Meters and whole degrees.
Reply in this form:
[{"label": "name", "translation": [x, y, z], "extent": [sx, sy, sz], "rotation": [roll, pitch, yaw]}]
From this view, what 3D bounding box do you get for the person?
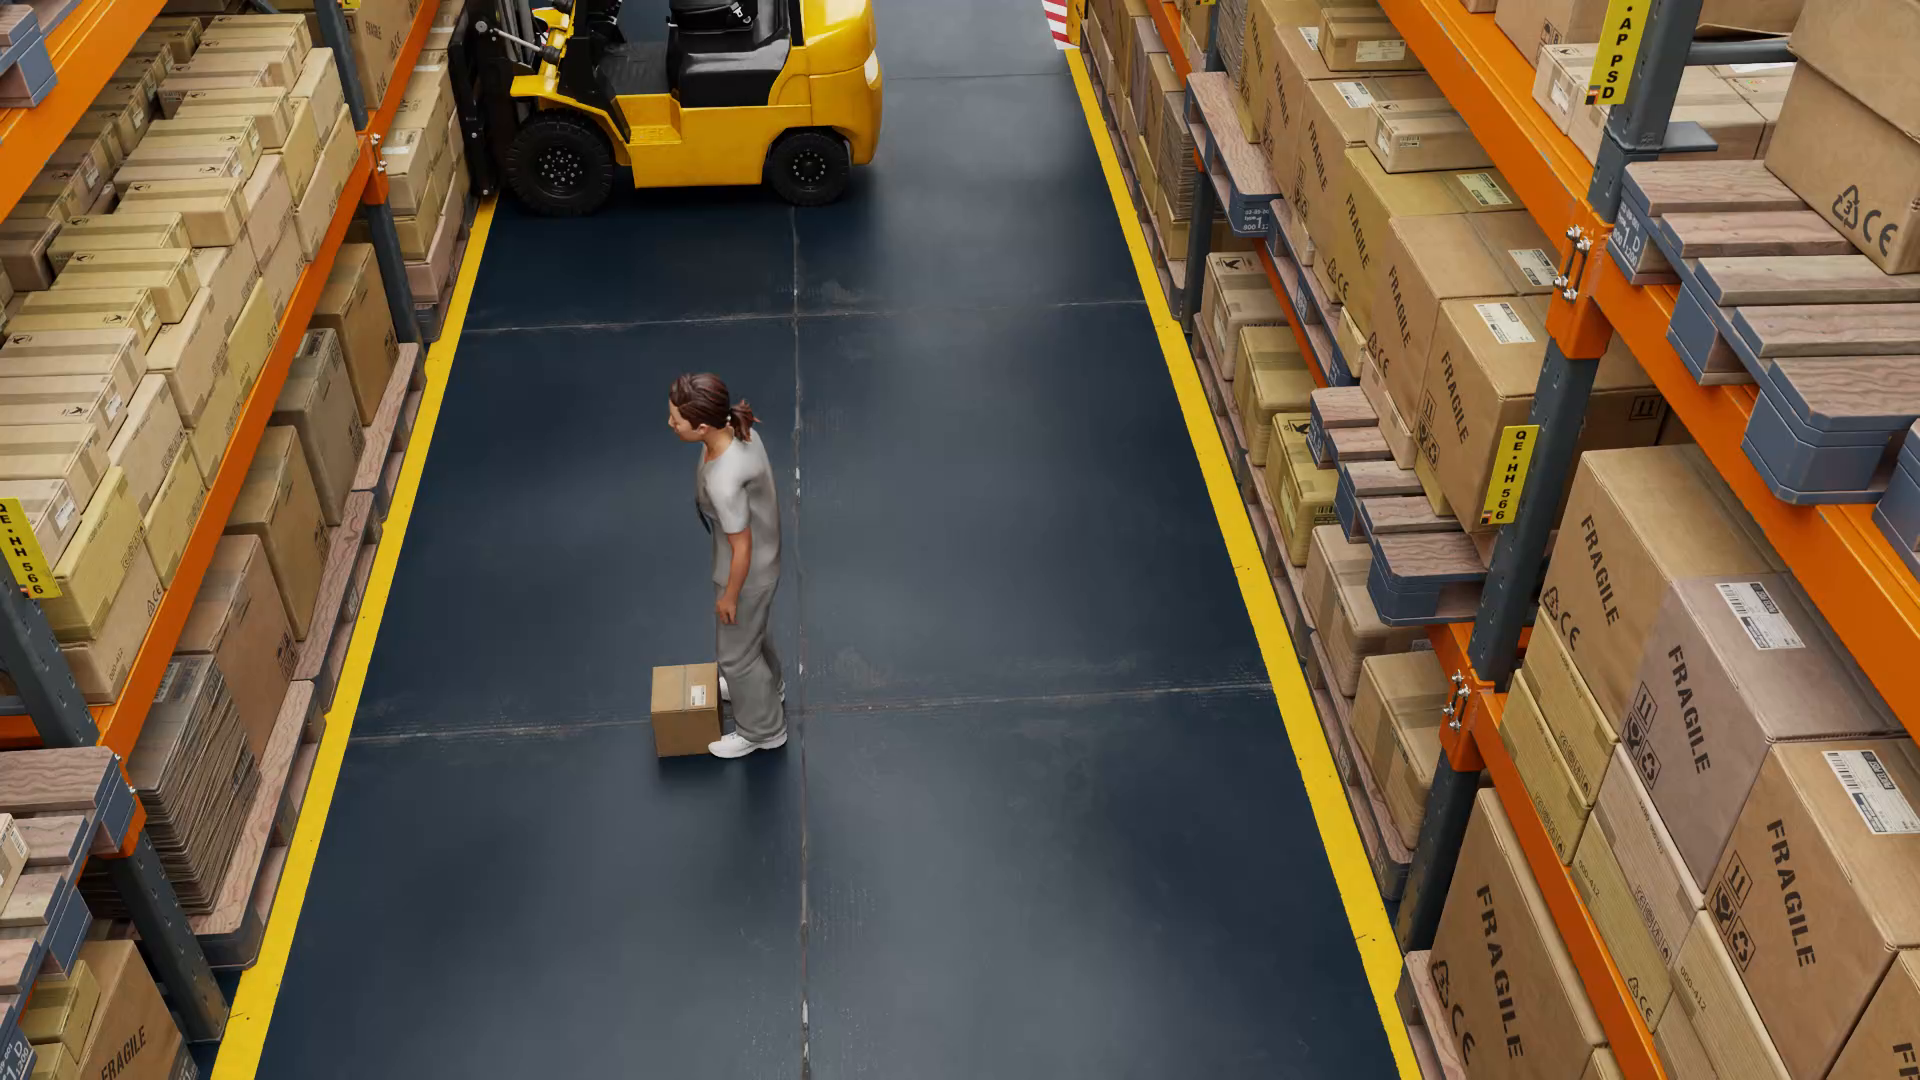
[{"label": "person", "translation": [-0.814, 0.090, 6.046], "extent": [0.352, 1.673, 0.494], "rotation": [-4, 39, -4]}]
